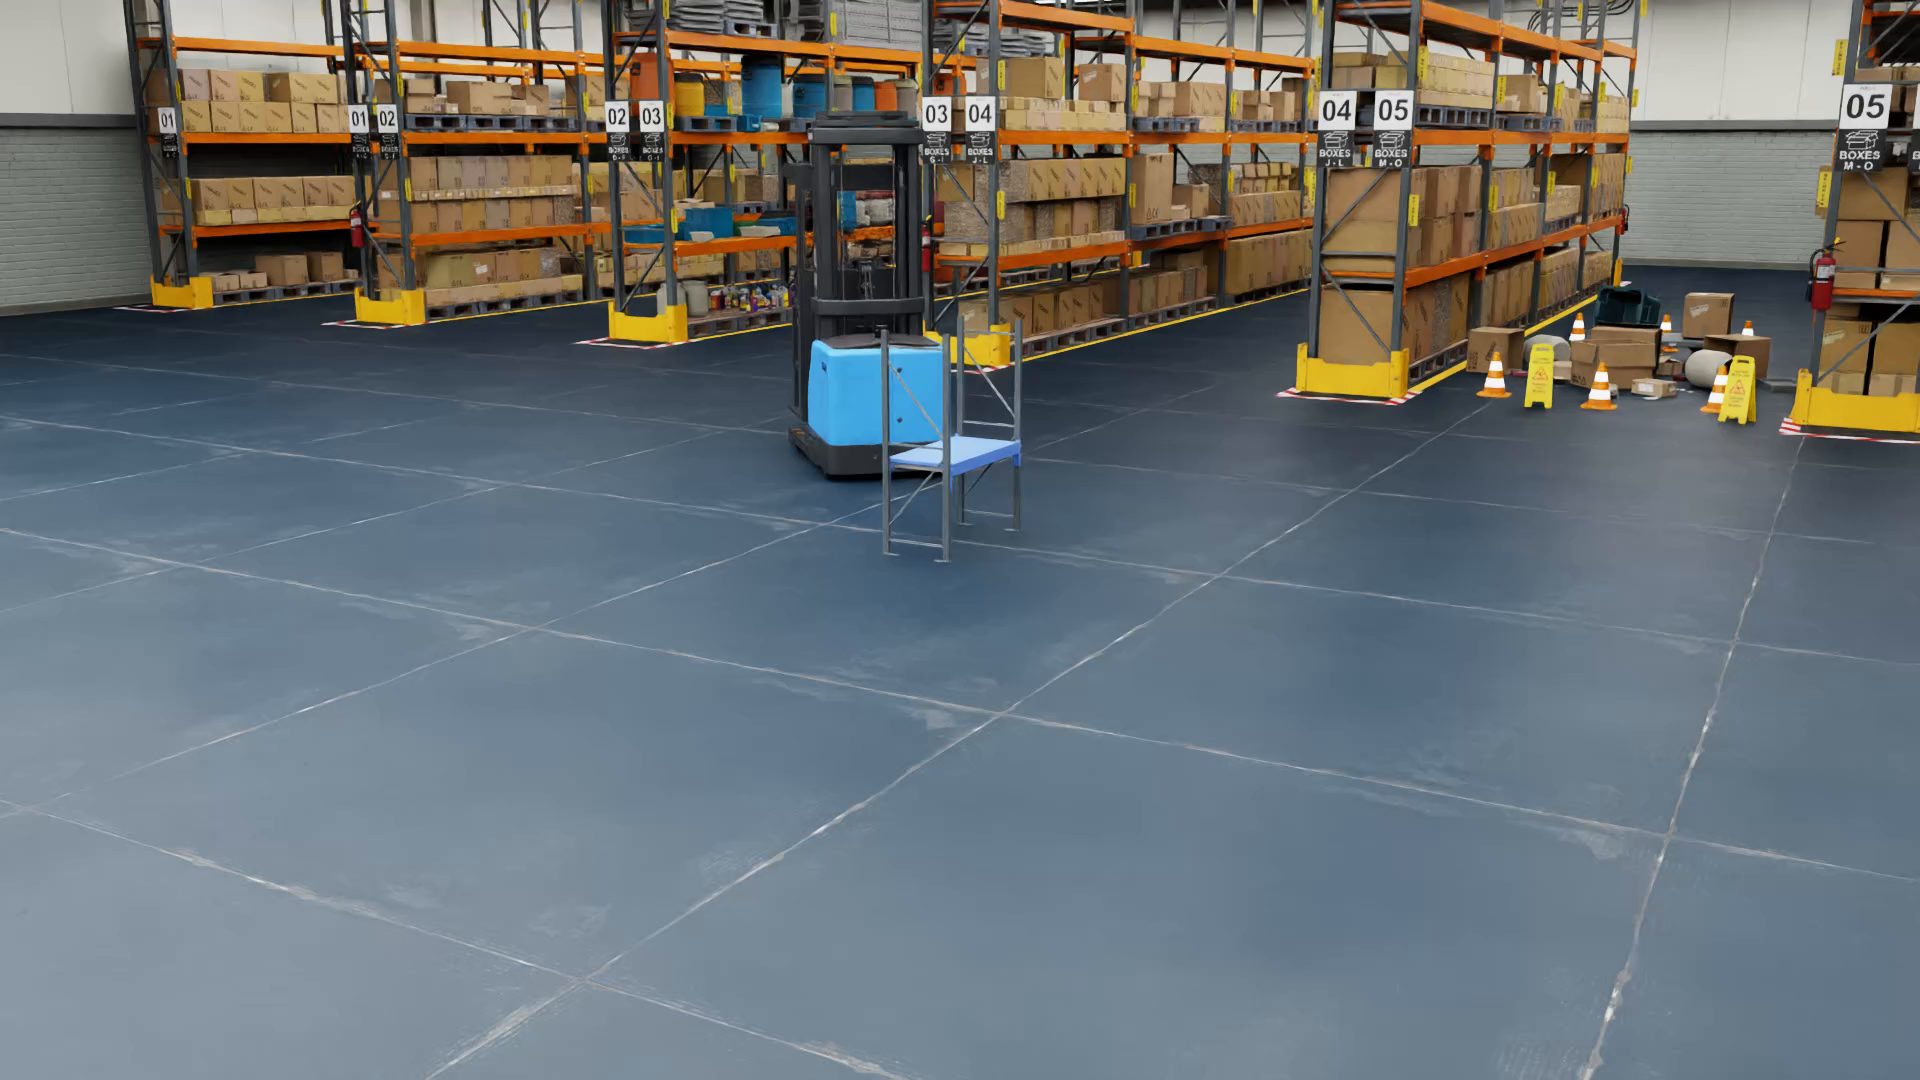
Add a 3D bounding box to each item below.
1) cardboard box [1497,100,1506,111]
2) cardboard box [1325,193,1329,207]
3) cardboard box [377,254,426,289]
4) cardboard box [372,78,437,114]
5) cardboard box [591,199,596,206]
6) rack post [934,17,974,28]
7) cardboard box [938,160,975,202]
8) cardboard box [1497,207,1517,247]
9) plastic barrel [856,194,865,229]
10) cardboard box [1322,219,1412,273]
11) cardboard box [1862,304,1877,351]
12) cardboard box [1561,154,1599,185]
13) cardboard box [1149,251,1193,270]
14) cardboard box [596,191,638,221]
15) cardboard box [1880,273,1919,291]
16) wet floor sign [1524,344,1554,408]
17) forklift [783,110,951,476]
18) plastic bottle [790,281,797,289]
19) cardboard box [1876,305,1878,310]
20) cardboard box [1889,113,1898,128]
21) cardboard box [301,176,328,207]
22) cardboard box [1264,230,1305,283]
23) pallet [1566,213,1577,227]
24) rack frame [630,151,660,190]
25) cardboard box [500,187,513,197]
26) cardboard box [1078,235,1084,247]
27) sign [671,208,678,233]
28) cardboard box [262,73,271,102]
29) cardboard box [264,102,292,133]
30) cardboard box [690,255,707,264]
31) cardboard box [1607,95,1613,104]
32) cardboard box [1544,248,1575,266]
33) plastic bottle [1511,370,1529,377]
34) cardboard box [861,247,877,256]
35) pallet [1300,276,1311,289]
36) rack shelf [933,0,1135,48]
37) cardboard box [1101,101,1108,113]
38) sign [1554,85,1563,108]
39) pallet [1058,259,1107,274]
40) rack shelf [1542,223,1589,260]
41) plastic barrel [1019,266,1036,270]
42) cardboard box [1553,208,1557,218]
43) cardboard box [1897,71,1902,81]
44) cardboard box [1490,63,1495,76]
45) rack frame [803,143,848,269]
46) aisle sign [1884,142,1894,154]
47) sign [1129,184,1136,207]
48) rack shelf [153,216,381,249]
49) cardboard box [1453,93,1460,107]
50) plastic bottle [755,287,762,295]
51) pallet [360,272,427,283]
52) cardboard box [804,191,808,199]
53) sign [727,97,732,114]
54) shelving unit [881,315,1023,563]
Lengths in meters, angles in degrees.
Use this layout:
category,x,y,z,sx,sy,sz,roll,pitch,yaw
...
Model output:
category,x,y,z,sx,sy,sz,roll,pitch,yaw
cardboard box,6.956,-5.680,21.721,0.250,0.149,0.380,7,15,28
cardboard box,6.759,-6.477,31.687,0.500,0.250,0.500,8,16,29
cardboard box,-8.660,-4.168,25.791,0.500,0.500,0.500,7,15,28
cardboard box,-8.378,-6.690,25.067,0.797,0.503,0.637,9,16,32
cardboard box,-8.036,-7.238,35.651,0.380,0.149,0.250,7,15,28
rack post,-0.167,-9.209,29.432,0.624,0.289,0.986,7,15,28
cardboard box,0.060,-4.489,20.771,0.500,0.500,0.500,7,15,28
cardboard box,7.215,-4.239,22.501,0.500,0.500,0.500,7,15,28
plastic barrel,-1.737,-5.288,26.778,0.433,0.535,0.433,0,14,0
cardboard box,4.444,-3.240,18.253,0.875,0.550,0.550,7,15,28
cardboard box,9.597,-2.291,18.006,0.500,0.500,0.500,8,16,31
cardboard box,10.536,-6.292,28.252,0.500,0.500,0.500,8,16,29
cardboard box,3.333,-4.422,26.272,0.500,0.250,0.500,9,16,34
cardboard box,-6.085,-5.925,29.496,0.500,0.500,0.500,9,16,32
cardboard box,9.031,-2.470,15.915,0.380,0.149,0.250,7,15,28
wet floor sign,6.023,-1.711,17.254,0.267,0.644,0.232,5,14,18
forklift,-0.927,-2.248,14.602,1.130,2.935,3.031,-4,14,-14
plastic bottle,-2.576,-3.828,25.726,0.144,0.351,0.185,7,15,28
cardboard box,11.922,-2.847,21.652,0.950,0.372,0.625,7,15,27
cardboard box,9.044,-4.137,16.428,0.380,0.149,0.250,8,15,28
cardboard box,-11.511,-6.137,29.267,0.500,0.500,0.500,7,15,26
cardboard box,5.520,-5.168,30.209,1.225,0.875,0.875,7,15,28
pallet,9.608,-5.314,27.586,1.003,0.211,1.213,7,15,28
rack frame,-7.196,-7.814,37.546,1.000,3.000,0.127,7,15,28
cardboard box,-7.410,-5.581,26.686,0.380,0.149,0.250,8,16,30
cardboard box,1.450,-4.039,22.423,0.380,0.149,0.250,7,15,28
sign,-3.845,-4.301,22.384,0.100,0.325,0.005,7,15,28
cardboard box,-12.256,-7.787,28.644,0.500,0.500,0.500,7,15,28
cardboard box,-11.838,-7.235,28.486,0.500,0.500,0.500,8,16,31
cardboard box,-5.075,-5.330,31.018,0.500,0.311,0.500,7,15,27
cardboard box,11.135,-7.667,28.936,0.380,0.149,0.250,8,16,31
cardboard box,9.706,-4.616,27.118,0.500,0.250,0.500,8,16,31
plastic bottle,6.613,-1.947,19.481,0.283,0.061,0.133,2,14,9
cardboard box,-2.056,-6.330,36.498,0.380,0.166,0.250,7,15,28
pallet,6.248,-4.922,31.500,1.003,0.211,1.213,7,15,28
rack shelf,0.978,-6.644,21.434,1.077,0.370,4.000,7,15,28
cardboard box,1.786,-5.863,22.523,0.380,0.149,0.250,7,15,25
sign,8.653,-6.411,24.053,0.100,0.325,0.005,7,15,28
pallet,2.386,-5.743,34.903,1.003,0.211,1.213,7,15,28
rack shelf,9.138,-4.788,26.528,1.077,0.370,4.000,7,15,28
plastic barrel,1.198,-5.766,32.632,0.600,0.901,0.708,7,15,28
cardboard box,9.080,-5.099,25.924,0.380,0.149,0.250,8,16,30
cardboard box,9.024,-4.522,16.323,0.380,0.149,0.250,7,15,28
cardboard box,6.340,-5.772,20.400,0.380,0.149,0.250,7,15,28
rack frame,-2.858,-7.254,35.221,1.000,3.000,0.127,7,15,28
aisle sign,16.202,-7.140,29.202,0.394,0.787,0.004,7,15,28
sign,2.423,-4.850,23.405,0.100,0.325,0.005,7,15,28
rack shelf,-12.031,-5.413,29.121,1.077,0.370,4.000,7,15,28
cardboard box,5.483,-5.020,18.983,0.380,0.149,0.250,8,15,29
plastic bottle,-3.109,-3.776,25.679,0.097,0.271,0.097,0,14,0
pallet,-10.689,-4.977,31.728,1.003,0.211,1.213,7,15,28
cardboard box,-3.560,-7.286,34.248,0.700,0.500,0.500,10,17,37
sign,-4.310,-8.117,31.128,0.100,0.325,0.005,7,15,28
shelving unit,-0.041,-0.712,11.285,0.538,1.500,1.048,7,15,28
